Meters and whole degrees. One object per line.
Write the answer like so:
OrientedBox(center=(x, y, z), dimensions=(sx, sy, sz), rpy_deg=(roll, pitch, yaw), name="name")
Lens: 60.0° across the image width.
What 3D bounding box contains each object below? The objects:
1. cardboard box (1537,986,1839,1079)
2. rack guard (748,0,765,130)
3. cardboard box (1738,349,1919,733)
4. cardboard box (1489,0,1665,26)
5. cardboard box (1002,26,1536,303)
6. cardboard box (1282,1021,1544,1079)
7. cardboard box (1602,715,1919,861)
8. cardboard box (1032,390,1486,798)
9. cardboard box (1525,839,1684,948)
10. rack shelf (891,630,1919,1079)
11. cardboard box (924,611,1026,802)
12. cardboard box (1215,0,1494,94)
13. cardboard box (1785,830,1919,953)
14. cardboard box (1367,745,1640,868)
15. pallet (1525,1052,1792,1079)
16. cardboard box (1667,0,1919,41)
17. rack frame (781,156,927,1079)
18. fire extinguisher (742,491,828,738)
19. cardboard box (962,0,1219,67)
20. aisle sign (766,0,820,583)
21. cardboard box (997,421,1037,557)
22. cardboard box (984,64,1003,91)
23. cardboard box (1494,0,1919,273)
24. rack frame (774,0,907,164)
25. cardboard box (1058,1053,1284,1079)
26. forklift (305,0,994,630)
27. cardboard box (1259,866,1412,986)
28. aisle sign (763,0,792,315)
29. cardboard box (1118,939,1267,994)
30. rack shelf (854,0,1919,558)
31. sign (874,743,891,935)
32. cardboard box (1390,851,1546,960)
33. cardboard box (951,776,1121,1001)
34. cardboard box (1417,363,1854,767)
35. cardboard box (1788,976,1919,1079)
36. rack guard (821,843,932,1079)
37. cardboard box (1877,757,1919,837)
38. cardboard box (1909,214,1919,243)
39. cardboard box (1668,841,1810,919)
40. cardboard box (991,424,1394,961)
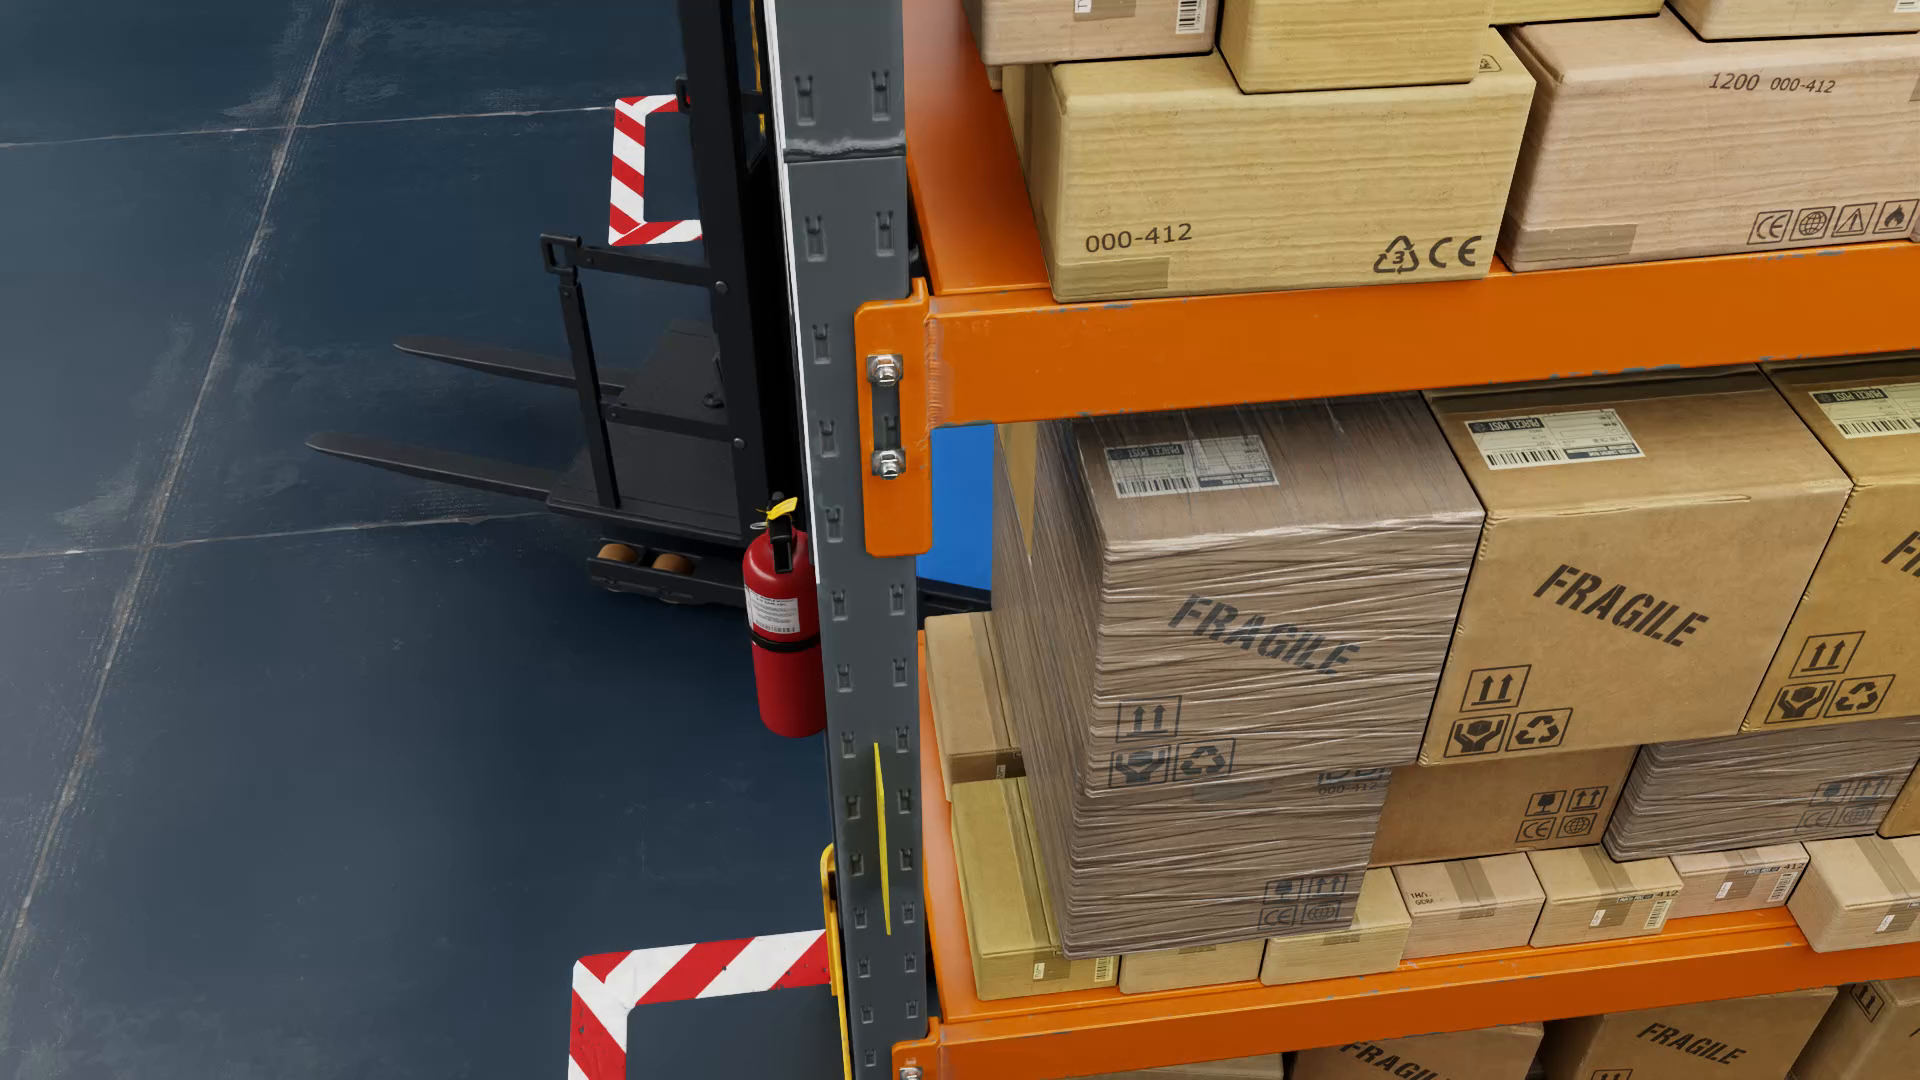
OrientedBox(center=(1.651, 1.005, 3.949), dimensions=(0.500, 0.500, 0.500), rpy_deg=(-1, 42, -2), name="cardboard box")
OrientedBox(center=(-0.755, -2.007, 7.602), dimensions=(0.348, 0.500, 1.175), rpy_deg=(-5, 42, -6), name="rack guard")
OrientedBox(center=(1.391, -0.076, 2.552), dimensions=(0.500, 0.500, 0.500), rpy_deg=(-5, 42, -6), name="cardboard box")
OrientedBox(center=(0.625, -0.746, 1.913), dimensions=(0.250, 0.149, 0.380), rpy_deg=(-6, 42, -6), name="cardboard box")
OrientedBox(center=(0.329, -0.536, 1.977), dimensions=(0.500, 0.250, 0.500), rpy_deg=(-4, 42, -4), name="cardboard box")
OrientedBox(center=(1.028, 1.047, 3.903), dimensions=(0.500, 0.500, 0.500), rpy_deg=(5, 42, 6), name="cardboard box")
OrientedBox(center=(1.349, 0.077, 3.128), dimensions=(0.500, 0.500, 0.875), rpy_deg=(-5, 42, -6), name="cardboard box")
OrientedBox(center=(0.399, 0.007, 2.460), dimensions=(0.500, 0.500, 0.500), rpy_deg=(-5, 42, -6), name="cardboard box")
OrientedBox(center=(1.126, 0.546, 3.093), dimensions=(0.250, 0.149, 0.380), rpy_deg=(-5, 42, -6), name="cardboard box")
OrientedBox(center=(1.801, 0.486, 3.509), dimensions=(4.000, 0.370, 1.077), rpy_deg=(-5, 42, -6), name="rack shelf")
OrientedBox(center=(0.074, 0.324, 3.339), dimensions=(0.250, 0.149, 0.380), rpy_deg=(-5, 42, -6), name="cardboard box")
OrientedBox(center=(0.391, -0.643, 1.798), dimensions=(0.250, 0.149, 0.380), rpy_deg=(-4, 42, -5), name="cardboard box")
OrientedBox(center=(1.632, 0.553, 3.085), dimensions=(0.250, 0.149, 0.380), rpy_deg=(-5, 42, -6), name="cardboard box")
OrientedBox(center=(0.847, 0.092, 3.112), dimensions=(0.500, 0.500, 0.875), rpy_deg=(-5, 42, -6), name="cardboard box")
OrientedBox(center=(1.911, 1.270, 4.184), dimensions=(1.213, 0.211, 1.003), rpy_deg=(-5, 42, -6), name="pallet")
OrientedBox(center=(0.905, -0.723, 1.886), dimensions=(0.250, 0.149, 0.380), rpy_deg=(-3, 42, -4), name="cardboard box")
OrientedBox(center=(-0.182, 0.392, 3.076), dimensions=(0.127, 3.000, 1.000), rpy_deg=(-5, 42, -6), name="rack frame")
OrientedBox(center=(-0.355, 0.125, 3.430), dimensions=(0.183, 0.674, 0.296), rpy_deg=(-5, 42, -6), name="fire extinguisher")
OrientedBox(center=(0.121, -0.684, 1.844), dimensions=(0.250, 0.149, 0.380), rpy_deg=(-5, 42, -6), name="cardboard box")
OrientedBox(center=(-0.204, -0.368, 1.978), dimensions=(0.004, 0.787, 0.394), rpy_deg=(-5, 42, -6), name="aisle sign")
OrientedBox(center=(0.331, -0.338, 2.842), dimensions=(0.500, 0.500, 0.500), rpy_deg=(-5, 42, -6), name="cardboard box")
OrientedBox(center=(0.263, -0.876, 2.355), dimensions=(0.500, 0.250, 0.500), rpy_deg=(-4, 42, -5), name="cardboard box")
OrientedBox(center=(0.840, -0.585, 2.031), dimensions=(0.500, 0.250, 0.500), rpy_deg=(-6, 42, -6), name="cardboard box")
OrientedBox(center=(-0.182, -1.835, 1.066), dimensions=(0.127, 3.000, 1.000), rpy_deg=(-5, 42, -6), name="rack frame")
OrientedBox(center=(0.439, 1.121, 3.820), dimensions=(0.500, 0.500, 0.500), rpy_deg=(2, 42, 2), name="cardboard box")
OrientedBox(center=(-0.737, -1.208, 4.901), dimensions=(3.031, 2.935, 1.130), rpy_deg=(10, 43, 11), name="forklift")
OrientedBox(center=(0.632, 0.598, 3.035), dimensions=(0.250, 0.149, 0.380), rpy_deg=(-5, 42, -6), name="cardboard box")
OrientedBox(center=(-0.282, -0.767, 2.420), dimensions=(0.004, 0.787, 0.394), rpy_deg=(-5, 42, -6), name="aisle sign")
OrientedBox(center=(0.382, 0.610, 3.022), dimensions=(0.250, 0.149, 0.380), rpy_deg=(-5, 42, -6), name="cardboard box")
OrientedBox(center=(1.801, -0.628, 2.504), dimensions=(4.000, 0.370, 1.077), rpy_deg=(-5, 42, -6), name="rack shelf")
OrientedBox(center=(-0.111, 0.431, 2.386), dimensions=(0.005, 0.325, 0.100), rpy_deg=(-5, 42, -6), name="sign")
OrientedBox(center=(0.877, 0.563, 3.074), dimensions=(0.250, 0.149, 0.380), rpy_deg=(-5, 42, -6), name="cardboard box")
OrientedBox(center=(0.132, 0.619, 3.012), dimensions=(0.250, 0.149, 0.380), rpy_deg=(-5, 42, -6), name="cardboard box")
OrientedBox(center=(0.896, -0.032, 2.503), dimensions=(0.500, 0.500, 0.500), rpy_deg=(-5, 42, -6), name="cardboard box")
OrientedBox(center=(2.210, 0.986, 3.970), dimensions=(0.500, 0.500, 0.500), rpy_deg=(-9, 43, -9), name="cardboard box")
OrientedBox(center=(-0.107, 1.314, 3.920), dimensions=(0.348, 0.500, 1.175), rpy_deg=(-5, 42, -6), name="rack guard")
OrientedBox(center=(1.846, 0.042, 3.168), dimensions=(0.500, 0.500, 0.875), rpy_deg=(-5, 42, -6), name="cardboard box")
OrientedBox(center=(1.332, -0.625, 2.076), dimensions=(0.500, 0.250, 0.500), rpy_deg=(-5, 42, -6), name="cardboard box")
OrientedBox(center=(1.370, 0.506, 3.137), dimensions=(0.250, 0.149, 0.380), rpy_deg=(-5, 42, -6), name="cardboard box")
OrientedBox(center=(0.367, 0.215, 2.975), dimensions=(0.500, 0.500, 0.875), rpy_deg=(-5, 42, -6), name="cardboard box")
